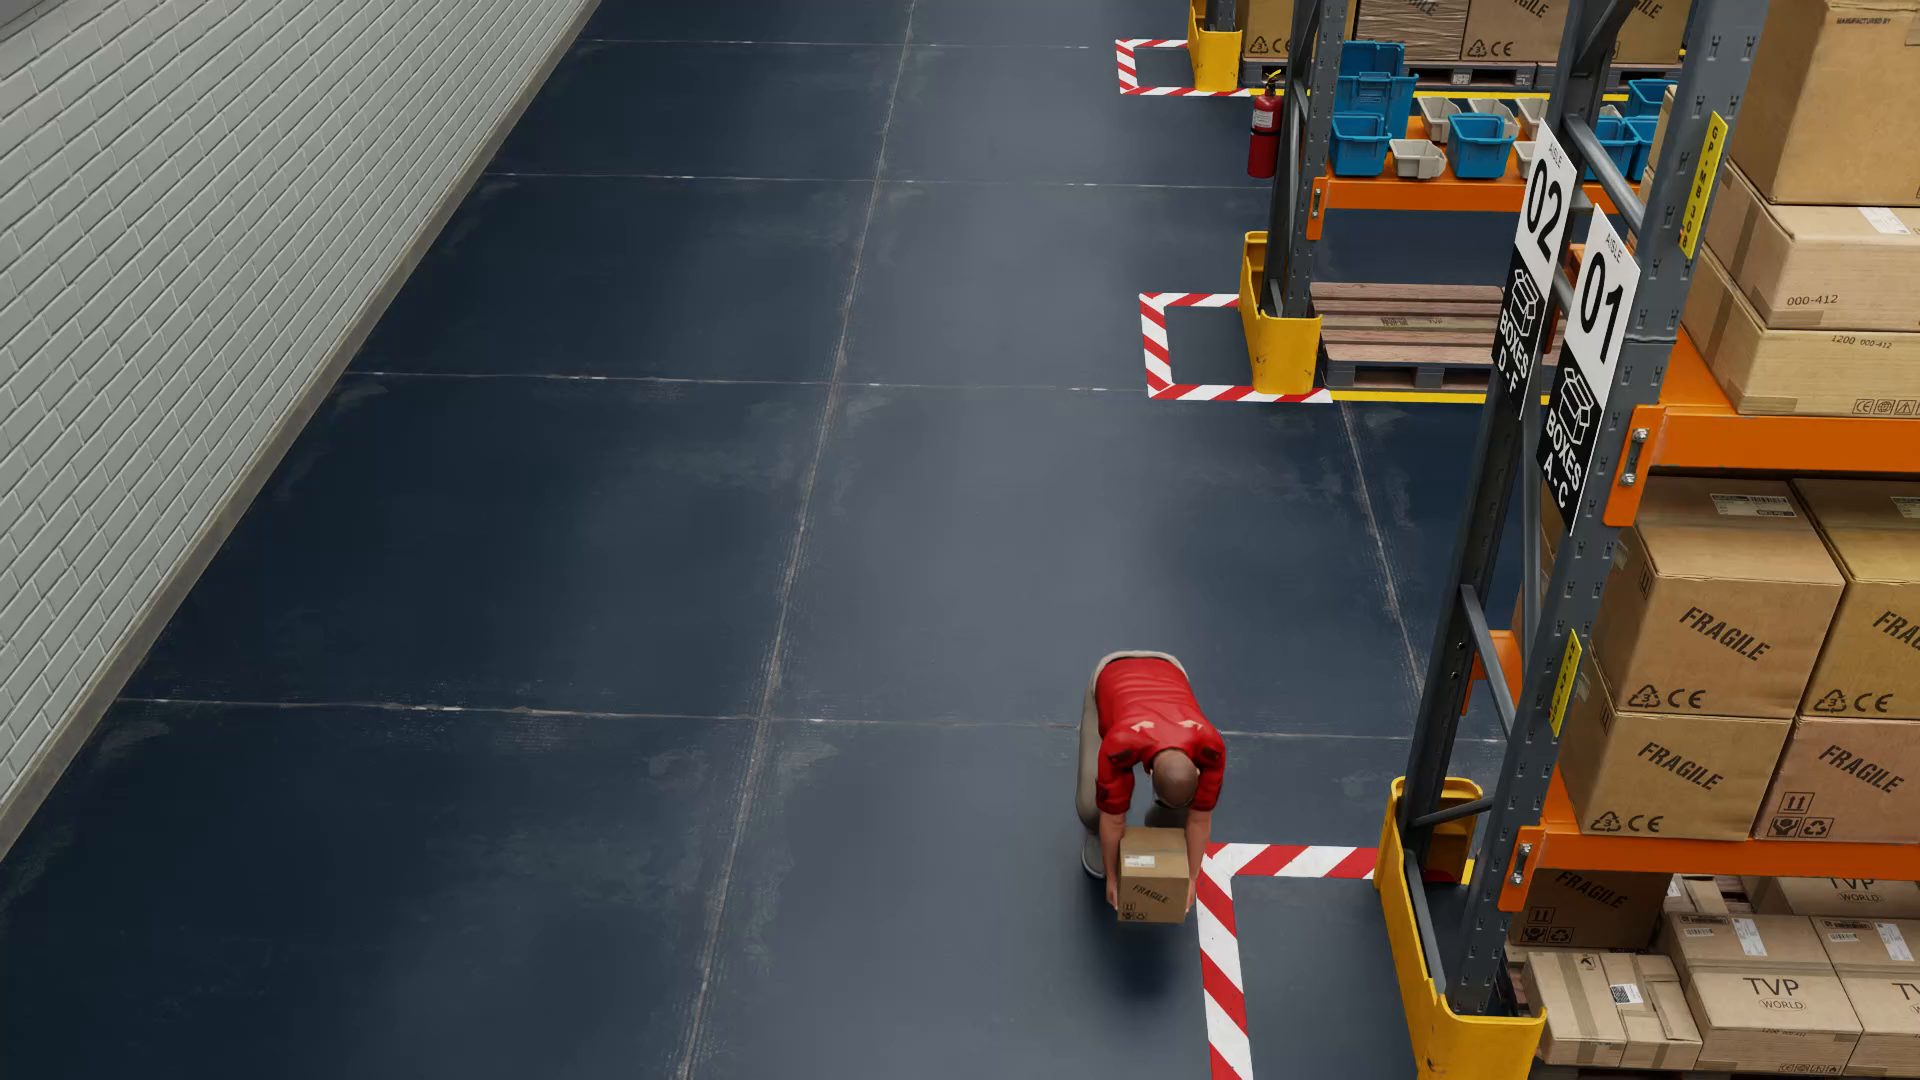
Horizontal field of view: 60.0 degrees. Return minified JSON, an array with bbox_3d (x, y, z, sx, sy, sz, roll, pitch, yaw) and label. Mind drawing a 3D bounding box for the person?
[{"bbox_3d":[0.710,0.933,6.371,0.524,0.950,0.943,-1,35,-2],"label":"person"}]
